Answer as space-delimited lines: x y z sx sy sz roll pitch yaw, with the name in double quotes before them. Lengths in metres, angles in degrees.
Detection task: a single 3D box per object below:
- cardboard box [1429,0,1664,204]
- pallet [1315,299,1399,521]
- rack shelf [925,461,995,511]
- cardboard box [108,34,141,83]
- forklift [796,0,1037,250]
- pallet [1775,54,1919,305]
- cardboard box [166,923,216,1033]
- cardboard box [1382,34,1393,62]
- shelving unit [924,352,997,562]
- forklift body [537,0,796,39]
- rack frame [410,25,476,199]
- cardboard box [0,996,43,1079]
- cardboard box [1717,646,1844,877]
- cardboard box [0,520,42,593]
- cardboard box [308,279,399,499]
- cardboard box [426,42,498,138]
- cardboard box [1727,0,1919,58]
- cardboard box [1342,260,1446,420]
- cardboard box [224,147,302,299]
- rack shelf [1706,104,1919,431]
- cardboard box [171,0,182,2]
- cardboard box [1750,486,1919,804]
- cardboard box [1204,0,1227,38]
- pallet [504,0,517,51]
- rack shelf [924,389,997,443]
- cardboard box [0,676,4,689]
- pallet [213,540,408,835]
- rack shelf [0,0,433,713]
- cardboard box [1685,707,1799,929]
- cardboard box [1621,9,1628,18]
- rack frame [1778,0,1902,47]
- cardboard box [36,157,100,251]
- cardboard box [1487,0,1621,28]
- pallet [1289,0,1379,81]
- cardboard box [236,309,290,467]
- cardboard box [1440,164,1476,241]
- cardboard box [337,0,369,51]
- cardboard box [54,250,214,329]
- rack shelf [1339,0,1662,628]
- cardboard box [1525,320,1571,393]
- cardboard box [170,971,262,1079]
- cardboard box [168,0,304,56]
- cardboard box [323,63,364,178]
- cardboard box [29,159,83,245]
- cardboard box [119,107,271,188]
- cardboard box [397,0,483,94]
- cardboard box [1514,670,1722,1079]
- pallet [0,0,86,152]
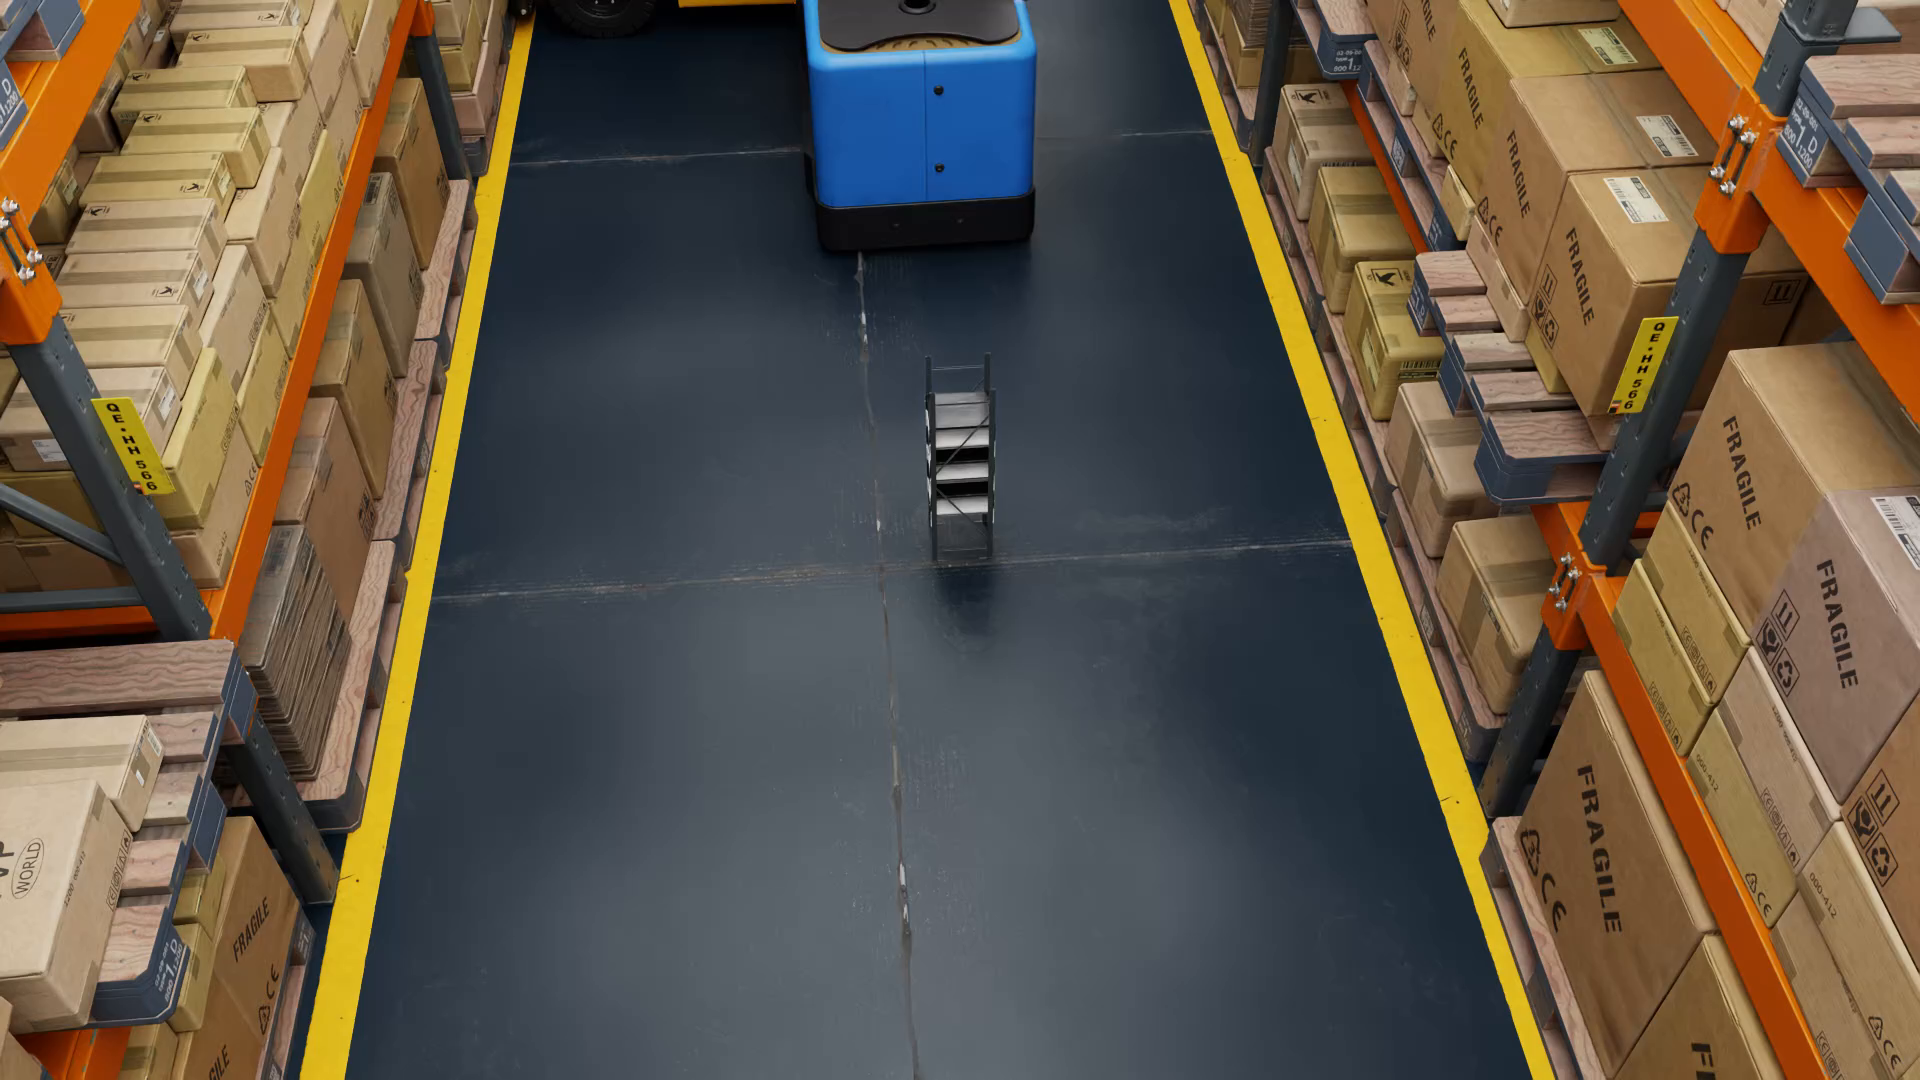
"cardboard box" 1.925 -1.457 5.501 0.500 0.500 0.500 -6 47 -6
"pallet" 2.175 -0.612 7.185 1.003 0.211 1.213 -3 47 -3
"rack shelf" 0.001 -0.219 6.507 0.258 0.077 0.200 -3 47 -3
"cardboard box" -3.046 -1.599 5.683 0.380 0.149 0.250 -3 47 -3
"forklift" -0.311 -3.470 8.018 1.130 2.935 3.031 -4 47 -4
"pallet" 2.444 -0.629 3.344 1.213 0.211 1.003 -2 47 -1
"cardboard box" -2.261 1.209 4.525 0.380 0.149 0.250 -6 47 -5
"cardboard box" 1.845 -1.909 6.376 0.380 0.149 0.250 -3 47 -3
"shelving unit" 0.001 -0.304 6.418 0.258 0.900 0.210 -3 47 -3
"forklift body" -1.301 -4.056 9.110 2.313 2.155 1.214 -3 47 -3
"rack frame" -2.943 -2.715 7.255 1.000 3.000 0.127 -3 47 -3
"cardboard box" -2.287 1.169 3.216 0.797 0.503 0.637 -4 47 -4
"cardboard box" 2.176 0.510 3.960 0.500 0.250 0.500 -2 47 -2
"cardboard box" -2.901 -0.079 4.862 0.500 0.250 0.500 -4 47 -4
"cardboard box" -2.766 -0.560 6.561 0.875 0.625 0.625 -5 47 -5
"cardboard box" -2.654 -2.284 8.452 0.500 0.250 0.500 -3 47 -3
"cardboard box" 2.102 -1.285 4.008 0.380 0.149 0.250 -3 47 -3
"cardboard box" 2.173 -0.858 7.017 0.950 0.372 0.625 -2 47 -2
"cardboard box" -2.469 -1.019 5.408 0.500 0.250 0.500 -5 47 -4
"rack shelf" 2.505 0.538 2.604 1.077 0.370 4.000 -3 47 -3
"cardboard box" -3.124 -2.088 6.421 0.500 0.250 0.500 -4 47 -4
"cardboard box" 2.186 0.227 3.712 0.500 0.500 0.500 -3 47 -3
"cardboard box" 1.631 -3.014 9.143 0.500 0.250 0.500 -5 47 -4
"pallet" -3.073 -3.219 9.653 1.003 0.211 1.213 -3 47 -3
"rack shelf" 0.001 -0.466 6.246 0.258 0.077 0.200 -3 47 -3
"cardboard box" -2.721 0.382 3.964 0.500 0.500 0.500 -2 47 -1
"pallet" -2.638 0.540 6.093 1.003 0.211 1.213 -3 47 -3
"rack shelf" -2.776 -1.020 6.146 1.077 0.370 4.000 -3 47 -3
"cardboard box" 2.188 0.666 4.156 0.500 0.250 0.500 -5 47 -4
"cardboard box" 2.429 -1.506 5.548 0.500 0.500 0.500 -3 47 -3
"rack frame" 2.338 -2.188 2.624 1.000 3.000 0.127 -3 47 -3
"cardboard box" -3.007 -0.982 5.373 0.500 0.250 0.500 -4 47 -4
"cardboard box" 1.919 -1.796 5.375 0.380 0.149 0.250 -6 47 -5
"pallet" 1.922 -2.391 7.081 1.003 0.211 1.213 -3 47 -3
"cardboard box" -2.439 -0.469 5.232 0.500 0.250 0.500 -4 47 -4
"cardboard box" 1.865 -1.156 5.663 0.380 0.149 0.250 -3 47 -3
"cardboard box" -2.597 -2.124 6.454 0.500 0.250 0.500 -5 47 -4
"cardboard box" -2.412 -0.704 4.835 0.380 0.149 0.250 -2 47 -2
"rack shelf" 2.170 -1.325 6.434 1.077 0.370 4.000 -3 47 -3
"cardboard box" 1.981 -0.596 5.132 0.380 0.149 0.250 -3 47 -3
"cardboard box" -2.327 1.550 4.648 0.500 0.500 0.500 -4 47 -4
"cardboard box" -2.557 -1.816 5.888 0.380 0.149 0.250 -3 47 -3
"cardboard box" -2.582 -1.590 6.293 0.500 0.250 0.500 -3 47 -3
"cardboard box" -2.966 -1.042 5.155 0.380 0.149 0.250 -4 47 -4
"cardboard box" -2.460 -1.260 5.362 0.380 0.149 0.250 -3 47 -2
"cardboard box" -2.676 -2.454 8.269 0.500 0.250 0.500 -4 47 -3
"cardboard box" 2.313 0.966 4.943 0.875 0.875 0.875 -4 47 -4
"pallet" -2.754 -1.273 3.954 1.213 0.211 1.003 -2 47 -1
